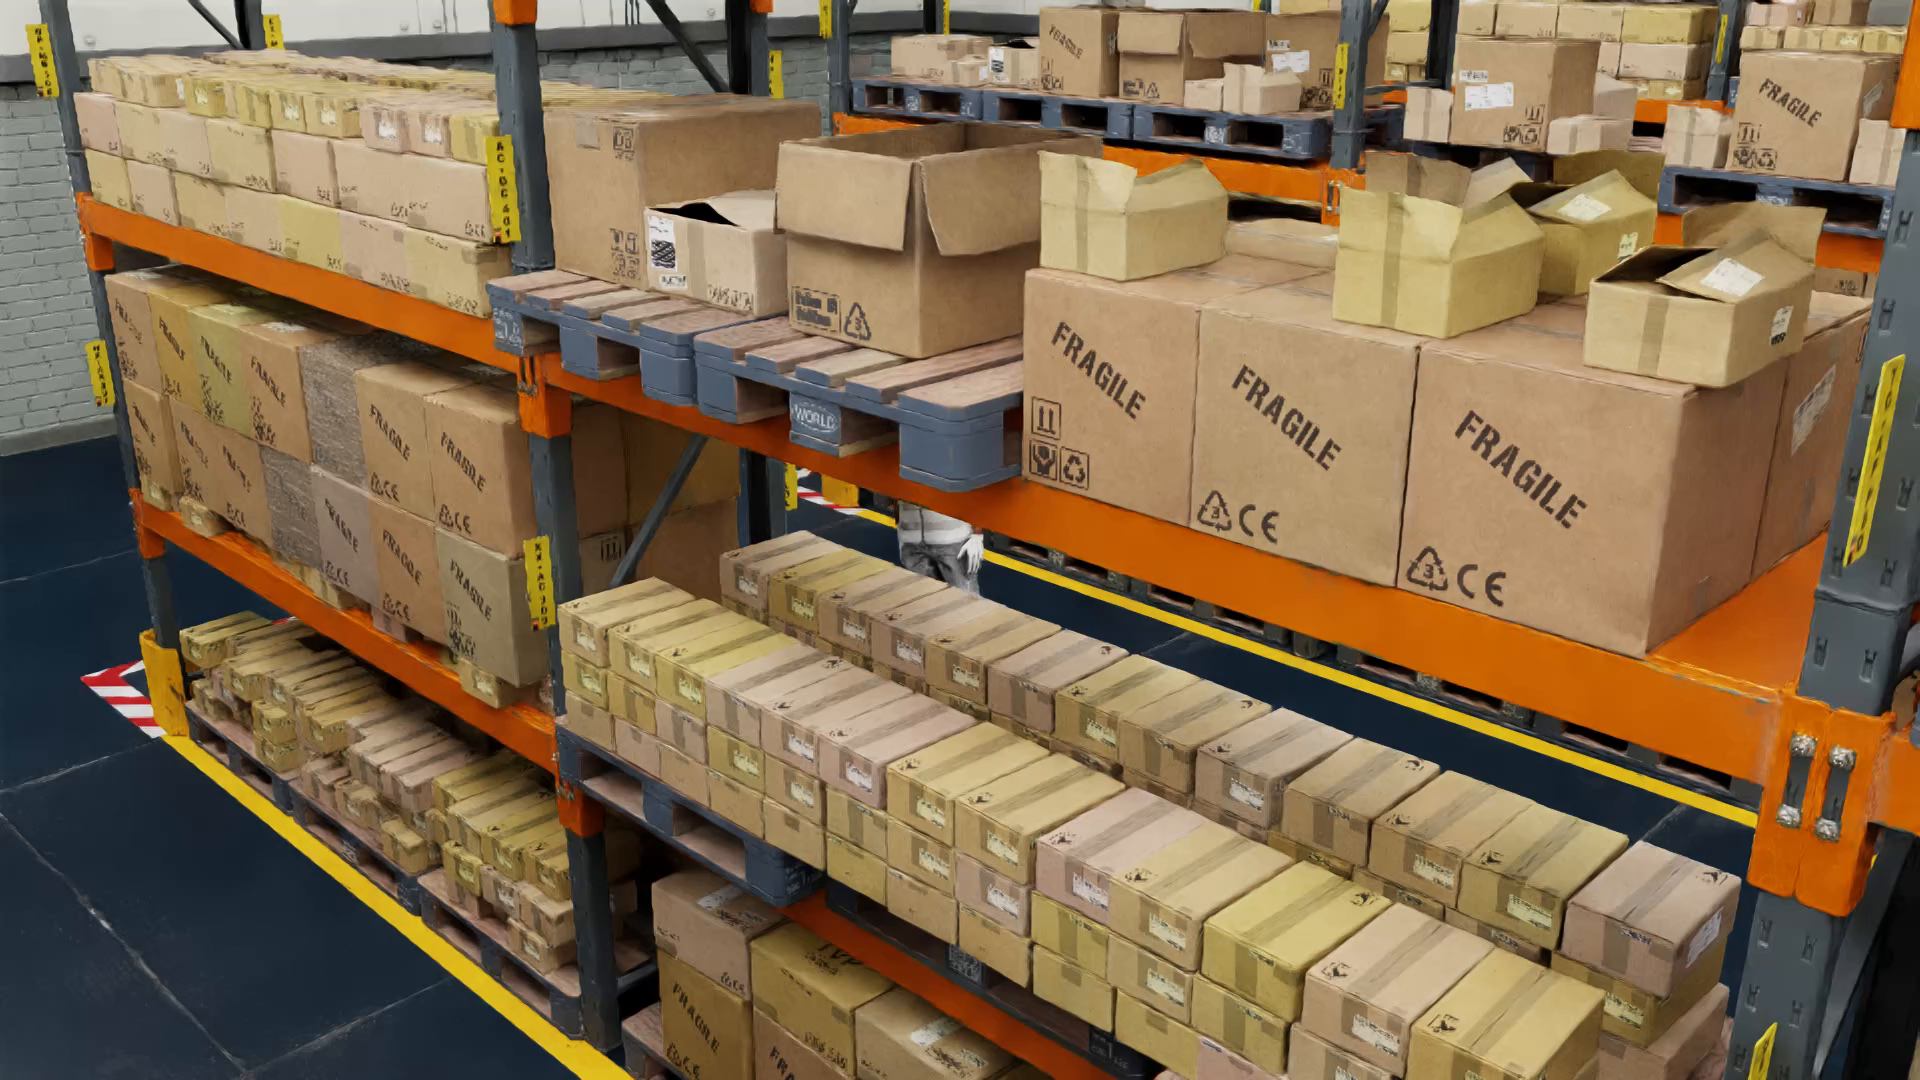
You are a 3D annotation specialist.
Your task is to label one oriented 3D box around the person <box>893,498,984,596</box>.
[{"bbox_3d":[-0.130,0.013,9.092,0.619,1.726,0.766,9,22,23],"label":"person"}]
